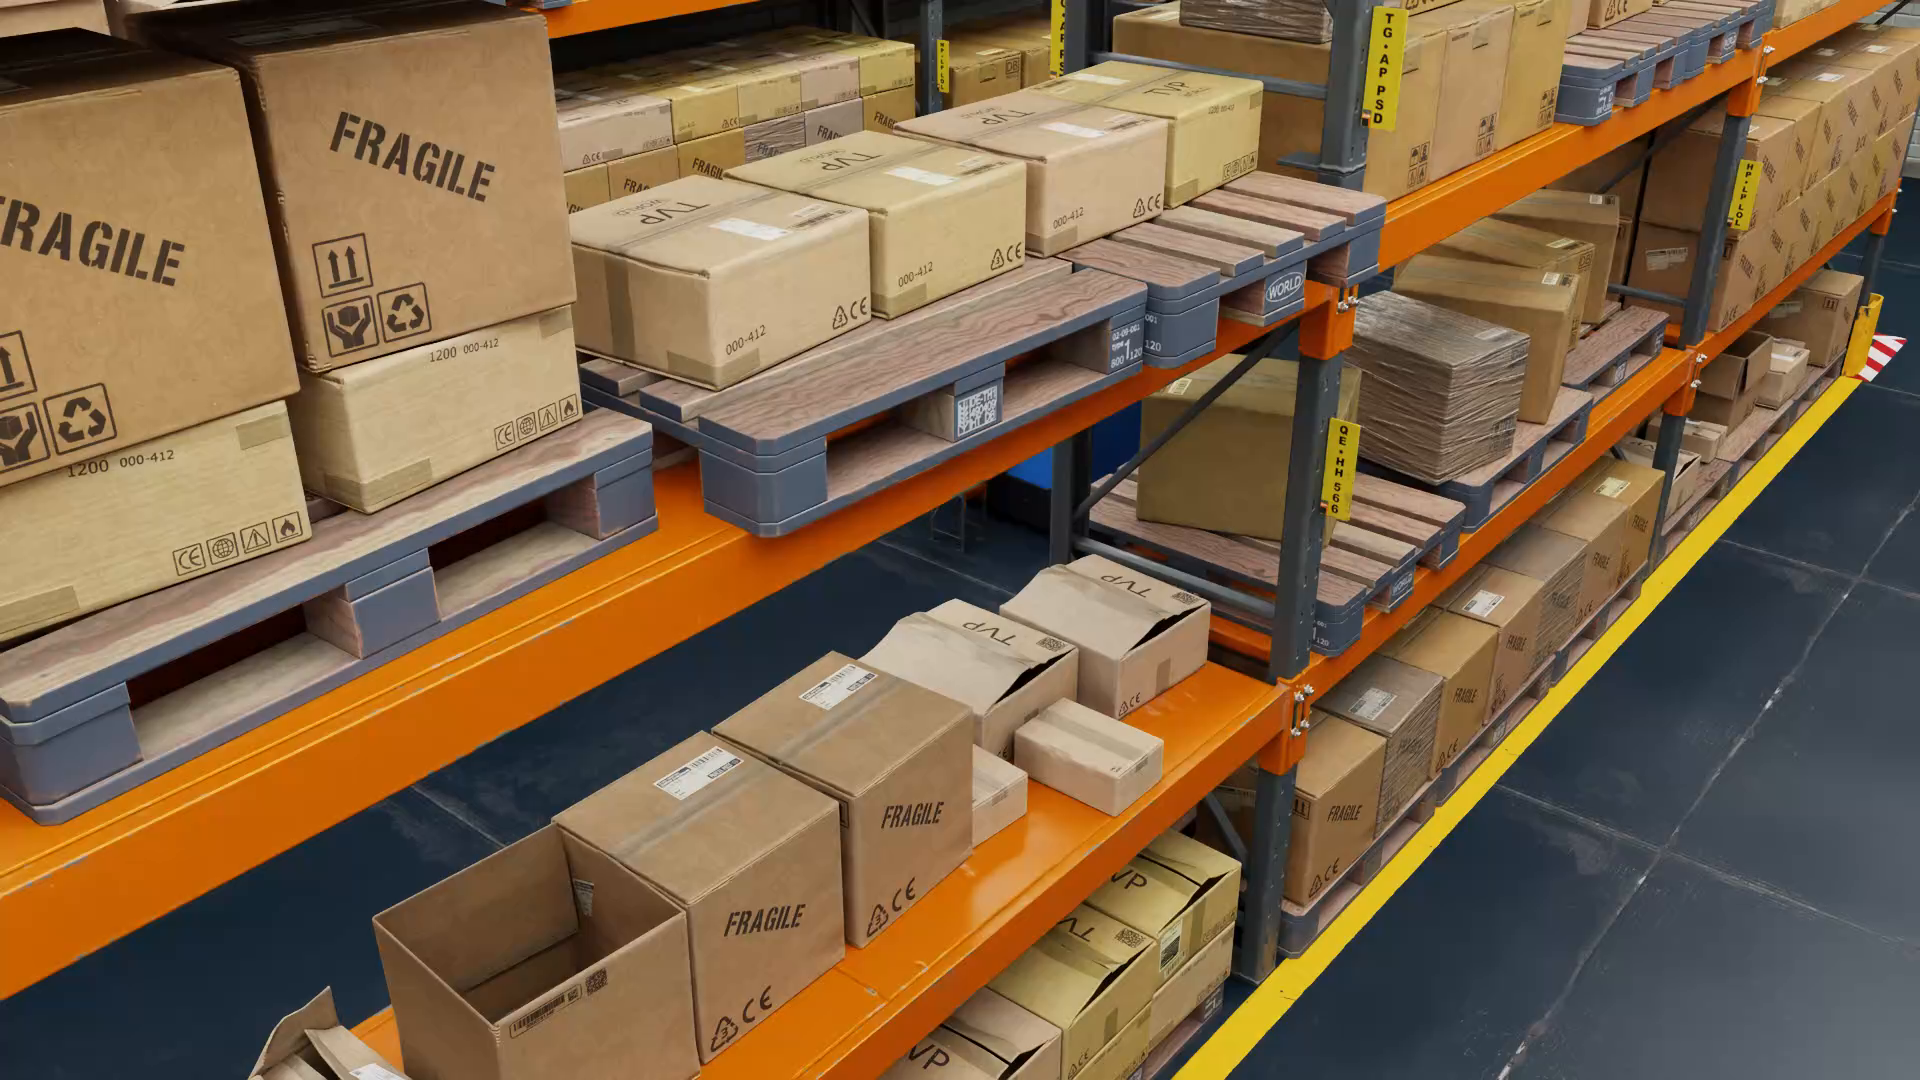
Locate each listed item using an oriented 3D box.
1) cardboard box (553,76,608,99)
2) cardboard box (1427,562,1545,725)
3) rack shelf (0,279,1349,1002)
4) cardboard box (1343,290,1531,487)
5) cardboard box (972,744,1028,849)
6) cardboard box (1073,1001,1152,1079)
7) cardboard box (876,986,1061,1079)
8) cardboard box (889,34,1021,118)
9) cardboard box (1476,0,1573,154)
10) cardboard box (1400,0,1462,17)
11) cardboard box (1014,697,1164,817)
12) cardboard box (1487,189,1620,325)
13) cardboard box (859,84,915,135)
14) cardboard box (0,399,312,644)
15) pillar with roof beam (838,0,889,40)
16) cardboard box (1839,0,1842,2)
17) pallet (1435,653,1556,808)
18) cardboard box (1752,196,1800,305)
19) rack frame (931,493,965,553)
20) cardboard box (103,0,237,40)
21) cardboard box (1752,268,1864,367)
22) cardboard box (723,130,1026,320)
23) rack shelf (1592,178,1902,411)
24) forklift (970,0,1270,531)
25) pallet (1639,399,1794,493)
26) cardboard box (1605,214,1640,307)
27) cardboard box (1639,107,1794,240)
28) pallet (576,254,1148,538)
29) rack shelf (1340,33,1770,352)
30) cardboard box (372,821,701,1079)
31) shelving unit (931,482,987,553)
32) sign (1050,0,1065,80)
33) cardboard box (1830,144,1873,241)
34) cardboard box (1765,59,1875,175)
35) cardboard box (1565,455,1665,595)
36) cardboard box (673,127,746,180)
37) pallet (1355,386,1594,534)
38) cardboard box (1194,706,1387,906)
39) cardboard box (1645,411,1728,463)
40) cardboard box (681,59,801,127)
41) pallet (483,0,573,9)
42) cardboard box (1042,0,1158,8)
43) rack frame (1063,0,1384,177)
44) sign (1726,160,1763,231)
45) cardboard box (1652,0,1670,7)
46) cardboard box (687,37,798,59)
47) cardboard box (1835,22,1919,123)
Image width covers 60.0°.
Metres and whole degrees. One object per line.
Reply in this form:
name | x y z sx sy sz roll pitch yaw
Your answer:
cardboard box | -2.331 -2.428 9.408 0.500 0.250 0.500 20 33 33
cardboard box | 2.234 0.424 7.408 0.500 0.500 0.500 19 33 33
rack shelf | -0.528 -0.167 3.826 1.077 0.370 4.000 21 34 34
cardboard box | 1.787 -0.618 6.615 0.500 0.500 0.700 -21 34 -34
cardboard box | -0.023 0.717 4.872 0.380 0.149 0.250 24 36 38
cardboard box | 0.273 1.613 5.402 0.500 0.250 0.500 20 34 34
cardboard box | -0.048 1.545 4.924 0.500 0.311 0.500 20 34 34
cardboard box | -0.179 -3.048 11.551 0.980 0.700 0.700 21 34 35
cardboard box | 1.651 -1.769 6.032 0.910 0.500 0.500 21 34 34
cardboard box | 1.351 -2.017 5.423 0.500 0.500 0.500 21 34 34
cardboard box | 0.385 0.648 5.006 0.380 0.149 0.250 21 34 34
cardboard box | 2.815 -1.409 8.144 0.700 0.500 0.500 9 29 18
cardboard box | -0.635 -2.676 10.703 0.500 0.500 0.500 20 33 34
cardboard box | -1.401 -0.113 2.645 0.500 0.250 0.500 -24 36 -38
pillar with roof beam | 2.563 -4.635 8.416 9.100 9.000 0.400 21 34 34
cardboard box | 4.429 -3.000 8.683 0.500 0.250 0.500 21 34 34
pallet | 2.025 0.691 7.684 1.003 0.211 1.213 21 34 34
cardboard box | 4.146 -1.609 8.987 0.500 0.500 0.500 21 34 35
rack frame | -0.067 -0.495 8.902 0.240 1.200 0.006 21 34 34
cardboard box | -3.330 -2.277 7.197 0.500 0.311 0.500 21 34 34
cardboard box | 5.677 -1.520 11.165 0.500 0.500 0.500 21 34 34
cardboard box | -0.193 -0.747 3.871 0.500 0.250 0.500 20 33 33
rack shelf | 4.561 -1.671 9.998 1.077 0.370 4.000 21 34 34
forklift | 1.280 -1.901 9.735 1.130 2.935 3.031 23 35 37
pallet | 4.502 -0.720 10.413 1.003 0.211 1.213 21 34 34
cardboard box | 3.408 -1.578 8.926 0.500 0.500 0.500 21 34 35
cardboard box | 3.805 -1.854 8.373 0.500 0.500 0.500 22 34 36
pallet | -0.327 -0.447 3.791 1.003 0.211 1.213 23 35 37
rack shelf | 2.016 -1.585 6.567 1.077 0.370 4.000 21 34 34
cardboard box | -0.964 1.057 3.834 0.500 0.500 0.500 24 36 38
shelving unit | -0.009 -0.528 8.964 0.258 1.200 0.189 21 34 34
sign | 0.327 -1.584 5.220 0.100 0.325 0.005 21 34 34
cardboard box | 5.109 -2.145 10.023 0.500 0.500 0.500 21 34 35
cardboard box | 4.788 -2.403 9.433 0.500 0.500 0.500 22 35 36
cardboard box | 3.196 -0.108 8.435 0.500 0.500 0.500 21 34 34
cardboard box | -1.592 -2.138 9.663 0.500 0.500 0.500 22 34 36
pallet | 1.978 -0.468 7.100 1.003 0.211 1.213 21 34 34
cardboard box | 1.254 0.974 6.344 0.500 0.500 0.500 22 35 36
cardboard box | 4.265 -0.613 9.776 0.380 0.166 0.250 21 34 34
cardboard box | -1.293 -2.646 9.830 0.500 0.250 0.500 22 34 35
pallet | -2.712 -2.802 8.342 1.213 0.211 1.003 23 35 37
cardboard box | 1.237 -3.834 13.070 0.980 0.700 0.700 20 34 34
rack frame | 0.744 -2.527 4.342 1.000 3.000 0.127 21 34 34
sign | 3.719 -1.634 7.885 0.100 0.325 0.005 21 34 34
cardboard box | 2.911 -2.732 7.327 0.600 0.600 0.600 17 32 30
cardboard box | -1.358 -2.972 10.459 0.500 0.250 0.500 21 34 35
cardboard box | 5.762 -2.950 10.490 0.500 0.500 0.500 20 34 34
